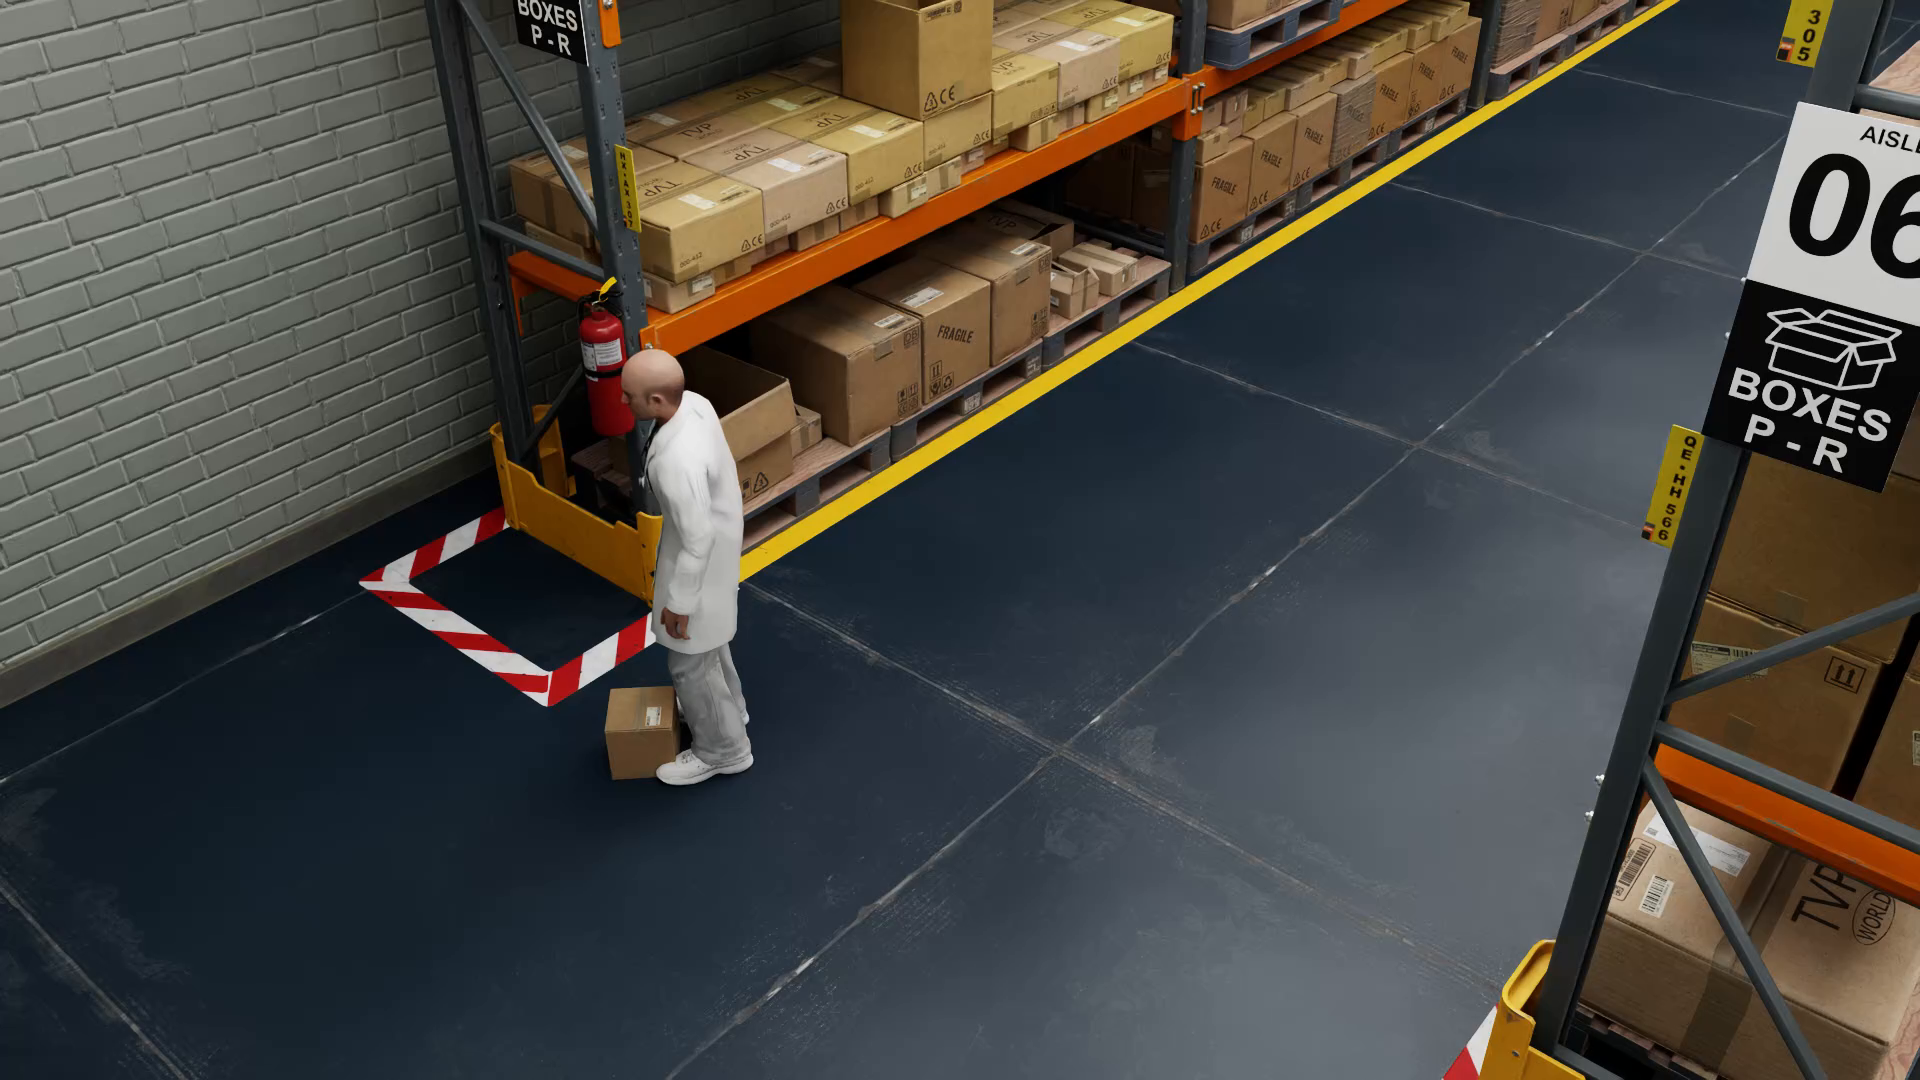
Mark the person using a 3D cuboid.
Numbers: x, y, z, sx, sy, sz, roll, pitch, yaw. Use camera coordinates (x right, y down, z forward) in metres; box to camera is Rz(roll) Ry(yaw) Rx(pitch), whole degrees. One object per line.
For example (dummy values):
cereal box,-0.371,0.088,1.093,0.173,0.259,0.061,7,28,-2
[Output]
person,-0.979,0.095,6.020,0.421,1.774,0.642,-3,35,-5
